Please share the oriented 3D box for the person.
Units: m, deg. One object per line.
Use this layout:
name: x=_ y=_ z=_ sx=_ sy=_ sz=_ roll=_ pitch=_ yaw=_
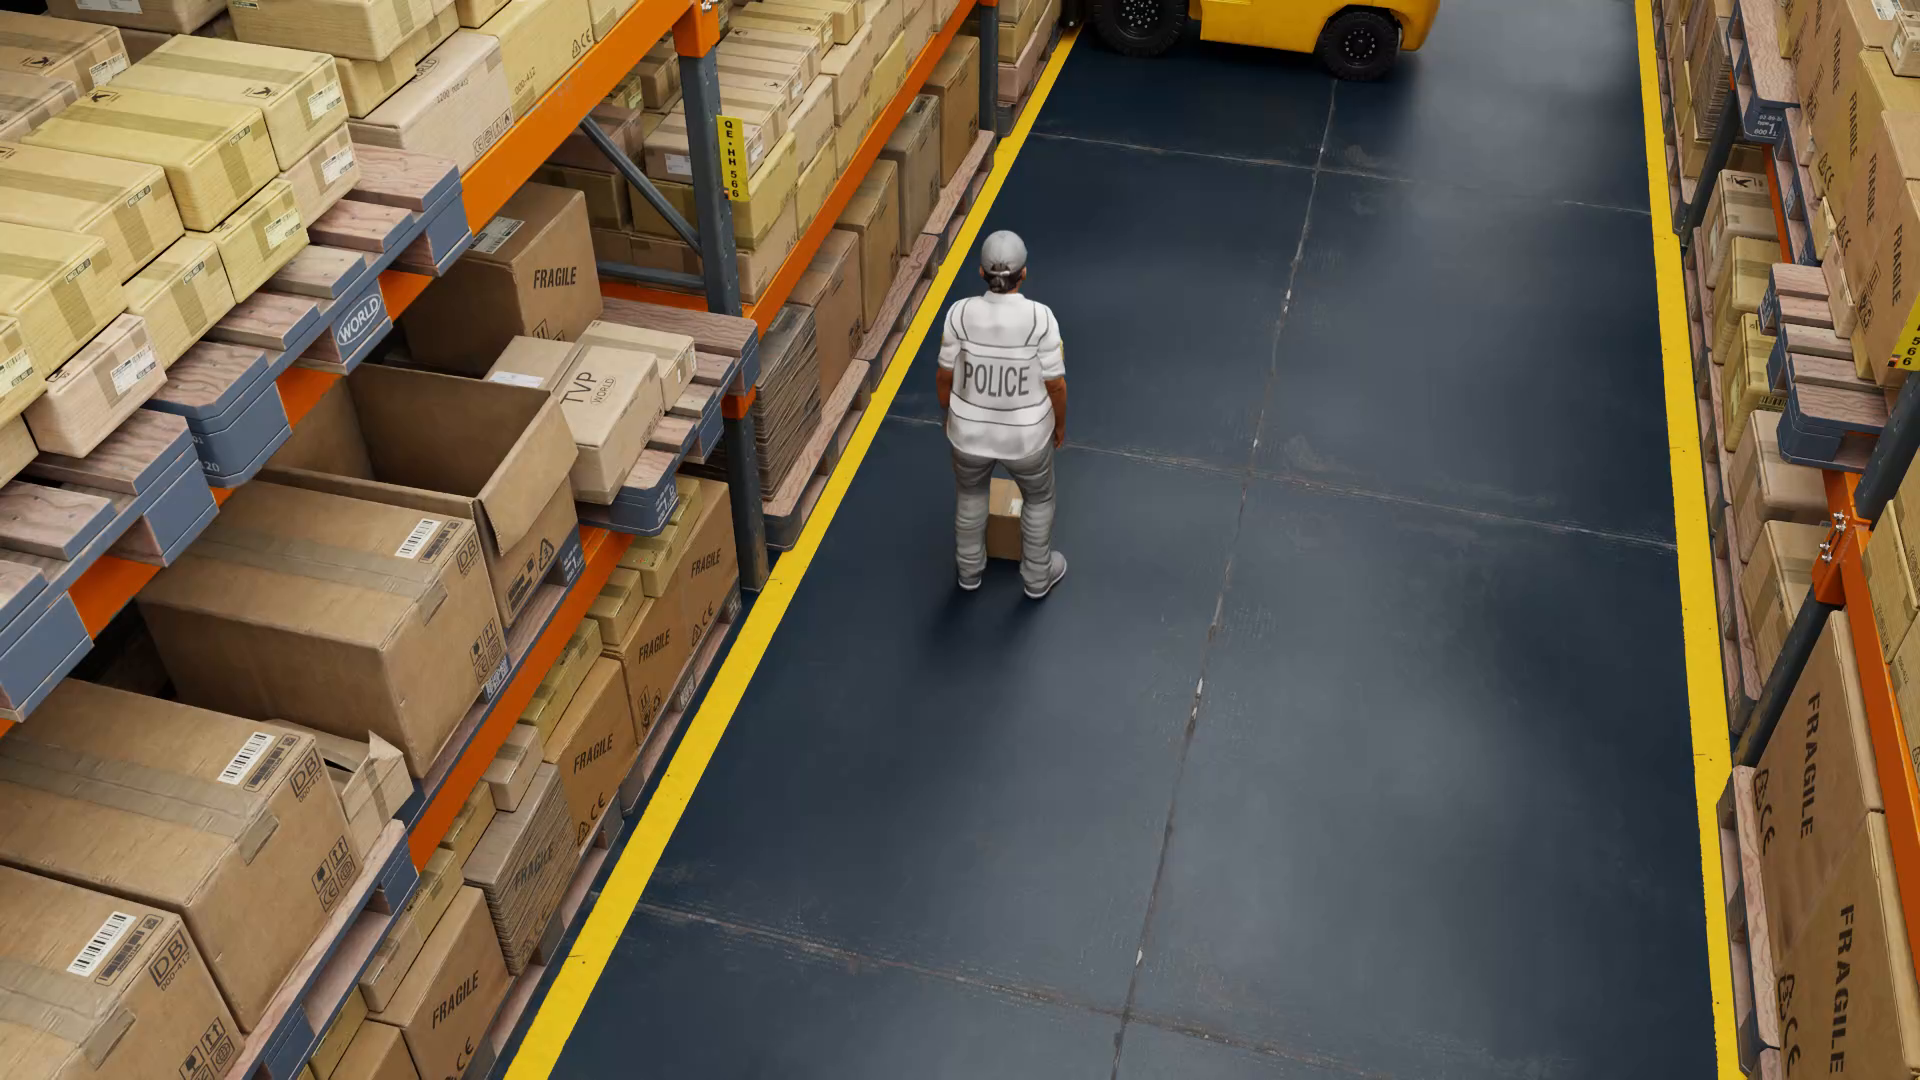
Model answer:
person: x=0.182 y=-0.468 z=6.687 sx=0.541 sy=1.665 sz=0.465 roll=7 pitch=42 yaw=8
